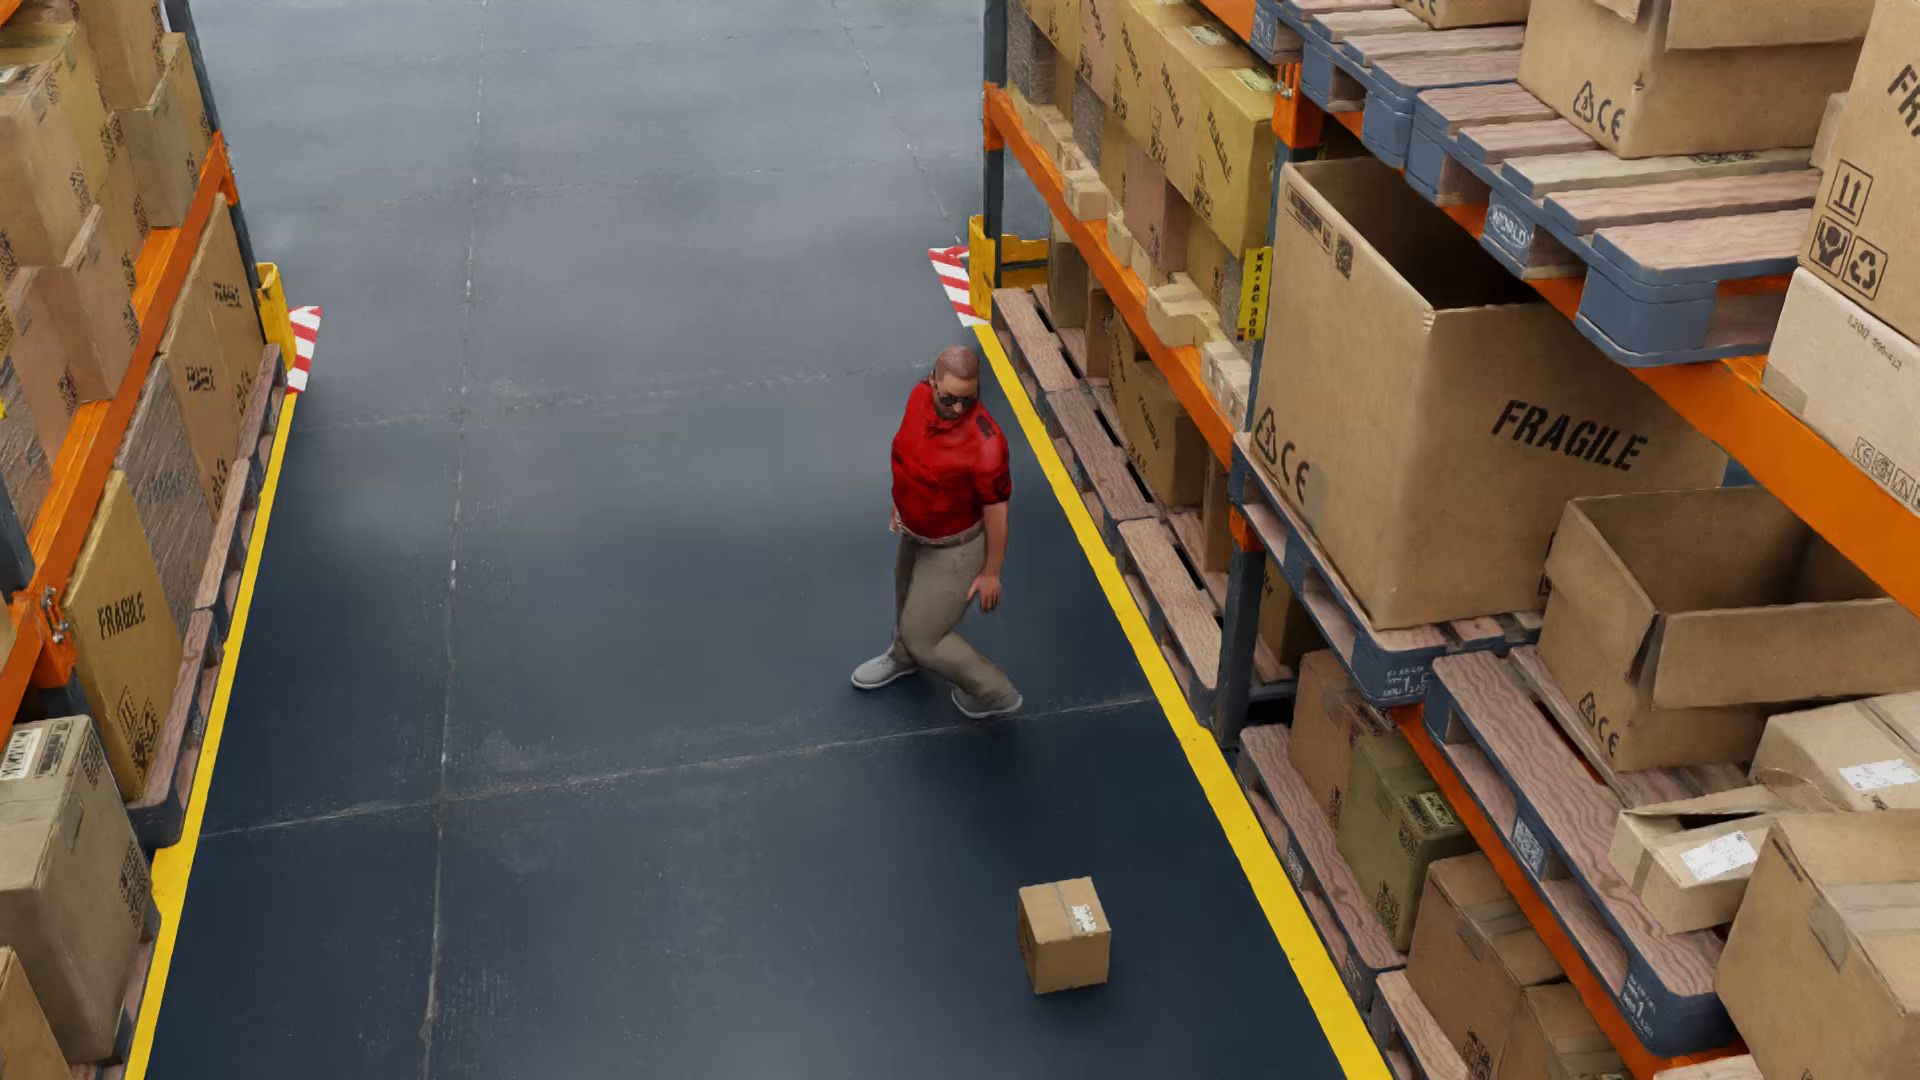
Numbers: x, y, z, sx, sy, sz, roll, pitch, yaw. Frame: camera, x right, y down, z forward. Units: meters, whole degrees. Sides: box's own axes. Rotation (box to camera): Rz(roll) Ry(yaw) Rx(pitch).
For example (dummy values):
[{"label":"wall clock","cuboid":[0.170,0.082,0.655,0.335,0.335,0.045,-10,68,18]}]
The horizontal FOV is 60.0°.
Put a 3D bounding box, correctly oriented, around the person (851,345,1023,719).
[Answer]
[{"label":"person","cuboid":[-0.097,-0.024,6.217,0.524,1.698,0.682,-13,36,-19]}]
